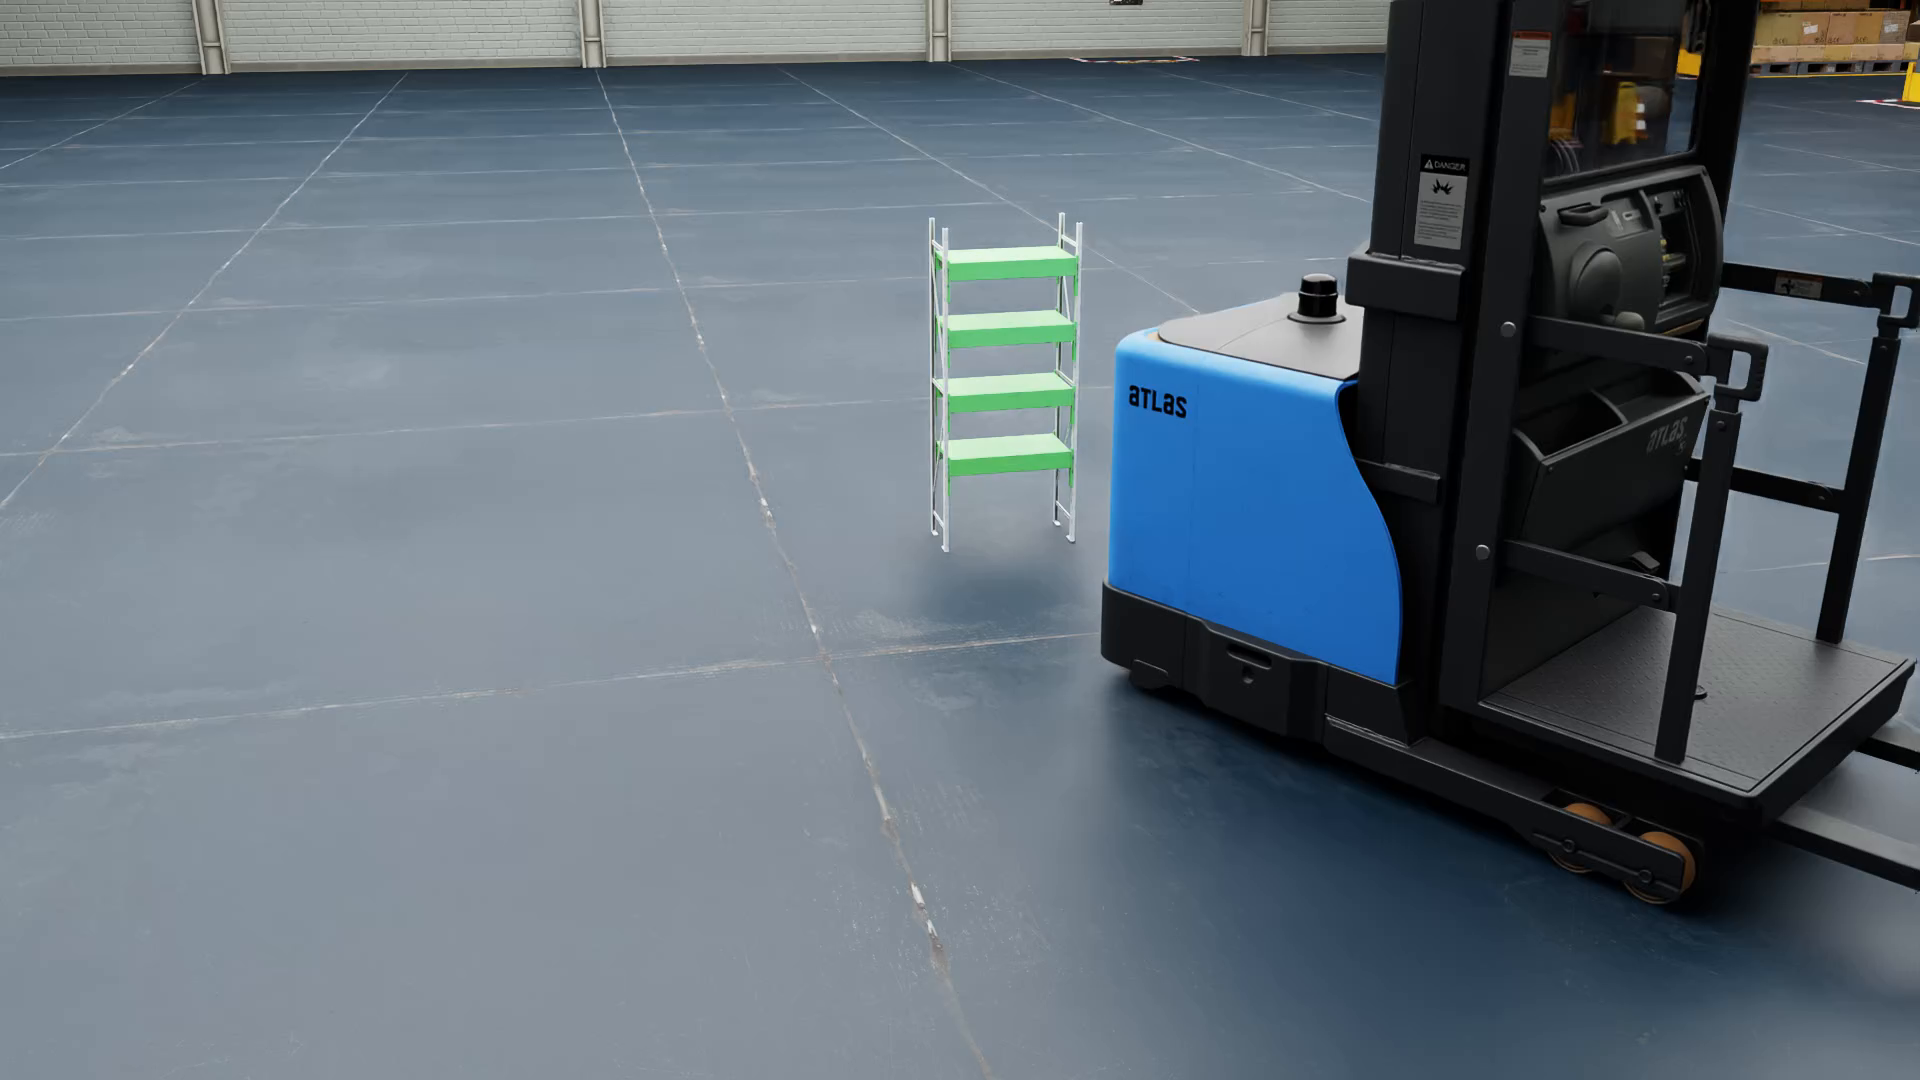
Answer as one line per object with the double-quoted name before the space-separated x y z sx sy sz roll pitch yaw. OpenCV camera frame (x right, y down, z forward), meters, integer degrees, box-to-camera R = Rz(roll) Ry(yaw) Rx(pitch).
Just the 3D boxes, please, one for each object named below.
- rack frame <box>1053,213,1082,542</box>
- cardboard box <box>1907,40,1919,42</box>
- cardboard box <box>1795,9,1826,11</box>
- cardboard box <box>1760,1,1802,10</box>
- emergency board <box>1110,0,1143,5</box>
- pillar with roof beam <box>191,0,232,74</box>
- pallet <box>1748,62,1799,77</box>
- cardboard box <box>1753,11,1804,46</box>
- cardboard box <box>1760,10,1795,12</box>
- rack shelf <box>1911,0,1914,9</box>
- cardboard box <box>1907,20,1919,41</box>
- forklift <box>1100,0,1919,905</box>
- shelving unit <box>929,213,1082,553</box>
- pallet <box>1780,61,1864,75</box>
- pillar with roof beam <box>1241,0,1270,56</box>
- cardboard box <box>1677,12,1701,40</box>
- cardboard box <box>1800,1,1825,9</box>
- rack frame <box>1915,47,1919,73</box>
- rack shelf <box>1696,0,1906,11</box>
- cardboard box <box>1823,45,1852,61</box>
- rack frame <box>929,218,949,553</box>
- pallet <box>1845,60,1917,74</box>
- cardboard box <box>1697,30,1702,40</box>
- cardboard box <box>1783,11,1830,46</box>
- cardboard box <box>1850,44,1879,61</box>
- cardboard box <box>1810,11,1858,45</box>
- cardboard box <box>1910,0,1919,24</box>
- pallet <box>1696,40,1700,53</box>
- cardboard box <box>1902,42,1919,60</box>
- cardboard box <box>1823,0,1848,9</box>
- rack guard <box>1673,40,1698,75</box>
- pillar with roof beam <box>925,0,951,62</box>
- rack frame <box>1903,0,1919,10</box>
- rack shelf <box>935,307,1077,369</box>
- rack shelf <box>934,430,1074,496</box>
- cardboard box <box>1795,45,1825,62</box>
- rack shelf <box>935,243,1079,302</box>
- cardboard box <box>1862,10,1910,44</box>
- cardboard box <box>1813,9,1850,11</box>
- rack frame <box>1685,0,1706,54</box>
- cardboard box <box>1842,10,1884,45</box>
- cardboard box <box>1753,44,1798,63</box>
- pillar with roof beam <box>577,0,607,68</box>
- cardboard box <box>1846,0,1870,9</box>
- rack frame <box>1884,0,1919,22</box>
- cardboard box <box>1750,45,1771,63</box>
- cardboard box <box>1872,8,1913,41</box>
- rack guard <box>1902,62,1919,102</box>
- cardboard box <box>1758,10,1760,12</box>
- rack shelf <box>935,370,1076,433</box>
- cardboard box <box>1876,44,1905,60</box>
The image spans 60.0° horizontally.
"rack frame" 0.399 -0.596 6.197 0.015 1.200 0.240 -5 21 -12
"cardboard box" 16.186 -8.235 27.822 0.500 0.250 0.500 -5 21 -13
"cardboard box" 13.867 -8.406 27.198 0.500 0.500 0.500 -5 21 -12
"cardboard box" 15.846 -10.342 32.090 0.500 0.250 0.500 -5 21 -14
"emergency board" 3.030 -10.233 29.889 0.626 1.169 0.157 -5 21 -12
"pillar with roof beam" -11.070 -10.362 21.518 0.400 9.000 9.100 -5 21 -12
"pallet" 12.691 -7.648 26.885 1.213 0.211 1.003 -5 21 -12
"cardboard box" 13.016 -8.149 26.496 0.500 0.500 0.500 -5 21 -12
"cardboard box" 13.380 -8.367 27.091 0.500 0.500 0.500 -5 21 -12
"rack shelf" 17.796 -9.020 27.622 4.000 0.370 1.077 -5 21 -12
"cardboard box" 16.178 -8.497 27.720 0.500 0.311 0.500 -5 21 -12
"forklift" 1.822 -0.712 3.996 1.130 2.935 3.031 -18 27 -41
"shelving unit" 0.161 -0.576 6.144 0.503 1.200 0.258 -5 21 -12
"pallet" 13.876 -7.743 27.145 1.213 0.211 1.003 -5 21 -12
"pillar with roof beam" 6.447 -11.786 25.407 0.400 9.000 9.100 -5 21 -12
"cardboard box" 13.705 -9.794 31.686 0.500 0.500 0.500 -6 21 -17
"cardboard box" 16.352 -10.384 32.206 0.500 0.250 0.500 -5 21 -14
"rack frame" 13.093 -7.224 21.675 0.127 3.000 1.000 -5 21 -12
"rack shelf" 13.903 -8.703 26.758 4.000 0.370 1.077 -5 21 -12
"cardboard box" 13.990 -7.875 26.838 0.500 0.250 0.500 -5 21 -12
"rack frame" -0.076 -0.557 6.091 0.015 1.200 0.240 -5 21 -12
"pallet" 15.066 -7.841 27.412 1.213 0.211 1.003 -5 21 -12
"cardboard box" 14.192 -9.681 31.861 0.250 0.166 0.380 -7 21 -20
"cardboard box" 13.500 -8.193 26.616 0.500 0.500 0.500 -5 21 -12
"cardboard box" 14.476 -7.915 26.947 0.500 0.250 0.500 -5 21 -12
"cardboard box" 13.990 -8.227 26.708 0.500 0.500 0.500 -5 21 -12
"cardboard box" 19.344 -10.376 32.793 0.750 0.750 0.750 -5 21 -13
"pallet" 14.061 -9.483 31.894 1.213 0.211 1.003 -5 21 -12
"cardboard box" 15.449 -7.995 27.167 0.500 0.250 0.500 -5 21 -12
"cardboard box" 16.841 -10.418 32.297 0.500 0.250 0.500 -5 21 -13
"rack guard" 11.934 -7.707 26.627 0.348 0.500 1.175 -5 21 -12
"pillar with roof beam" 0.608 -11.311 24.111 0.400 9.000 9.100 -5 21 -12
"rack frame" 15.850 -9.199 27.066 0.127 3.000 1.000 -5 21 -12
"rack shelf" 0.161 -0.742 6.083 0.480 0.148 0.258 -5 21 -12
"rack shelf" 0.161 -0.291 6.249 0.480 0.148 0.258 -5 21 -12
"cardboard box" 13.502 -7.837 26.734 0.500 0.250 0.500 -5 21 -12
"rack shelf" 0.161 -0.967 6.001 0.480 0.148 0.258 -5 21 -12
"cardboard box" 14.959 -8.312 26.941 0.500 0.500 0.500 -5 21 -12
"cardboard box" 14.353 -8.446 27.308 0.500 0.500 0.500 -5 21 -12
"rack frame" 11.957 -8.883 26.202 0.127 3.000 1.000 -5 21 -12
"cardboard box" 14.474 -8.271 26.829 0.500 0.500 0.500 -5 21 -12
"cardboard box" 13.016 -7.797 26.627 0.500 0.250 0.500 -5 21 -12
"pillar with roof beam" -5.231 -10.837 22.815 0.400 9.000 9.100 -5 21 -12
"cardboard box" 17.341 -10.460 32.413 0.500 0.250 0.500 -4 21 -11
"rack frame" 18.599 -11.174 32.456 0.127 3.000 1.000 -5 21 -12
"cardboard box" 12.530 -7.757 26.515 0.500 0.250 0.500 -5 21 -12
"cardboard box" 15.326 -8.525 27.524 0.500 0.500 0.500 -5 21 -12
"rack guard" 13.156 -6.072 22.164 0.348 0.500 1.175 -5 21 -12
"cardboard box" 15.418 -9.954 32.121 0.500 0.500 0.700 -4 20 -11
"rack shelf" 0.161 -0.516 6.166 0.480 0.148 0.258 -5 21 -12
"cardboard box" 14.960 -7.959 27.068 0.500 0.250 0.500 -5 21 -12
